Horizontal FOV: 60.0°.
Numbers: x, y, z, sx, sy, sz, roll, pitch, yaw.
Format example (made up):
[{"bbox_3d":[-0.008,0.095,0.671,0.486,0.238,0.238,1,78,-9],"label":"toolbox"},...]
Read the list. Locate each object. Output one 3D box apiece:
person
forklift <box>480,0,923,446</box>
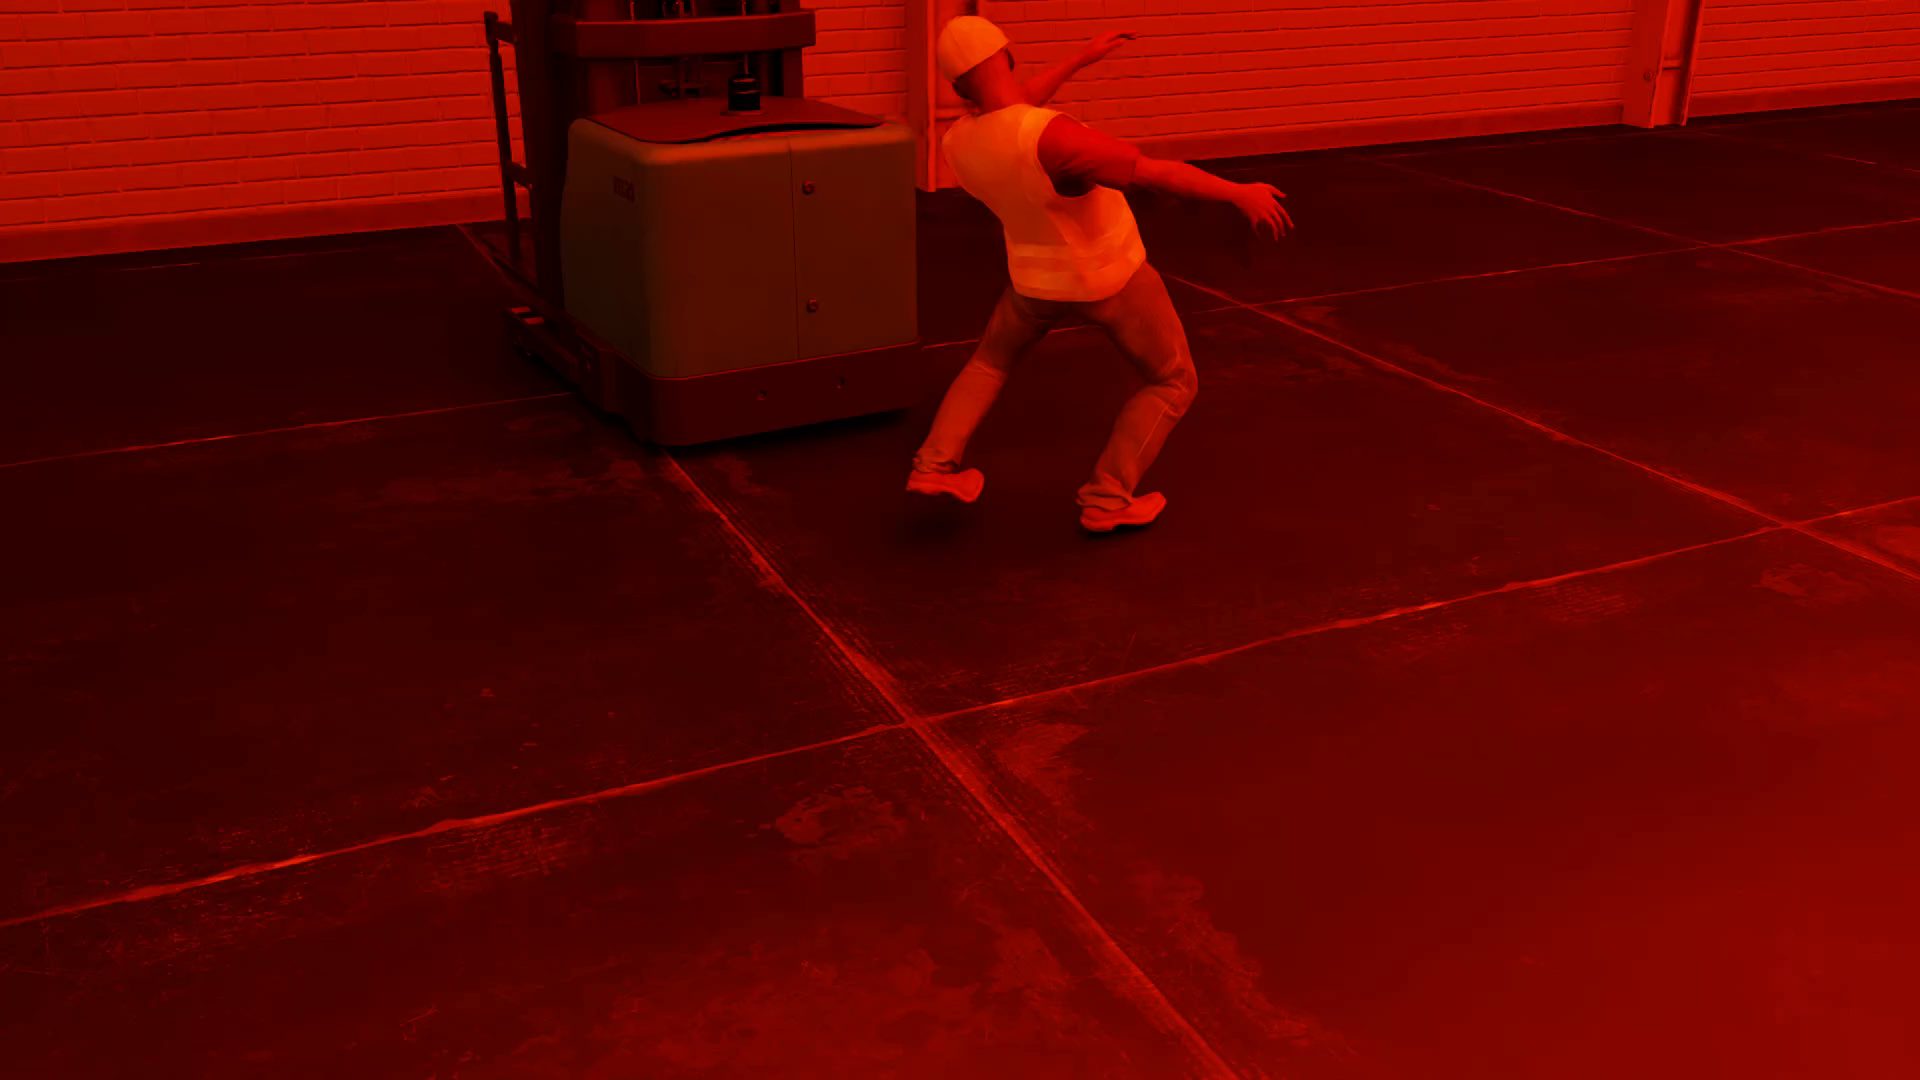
[{"bbox_3d":[0.451,-0.772,4.938,1.057,1.520,0.779,13,26,29],"label":"person"},{"bbox_3d":[-1.303,-2.197,6.576,1.130,2.935,3.031,-12,26,-27],"label":"forklift"}]
